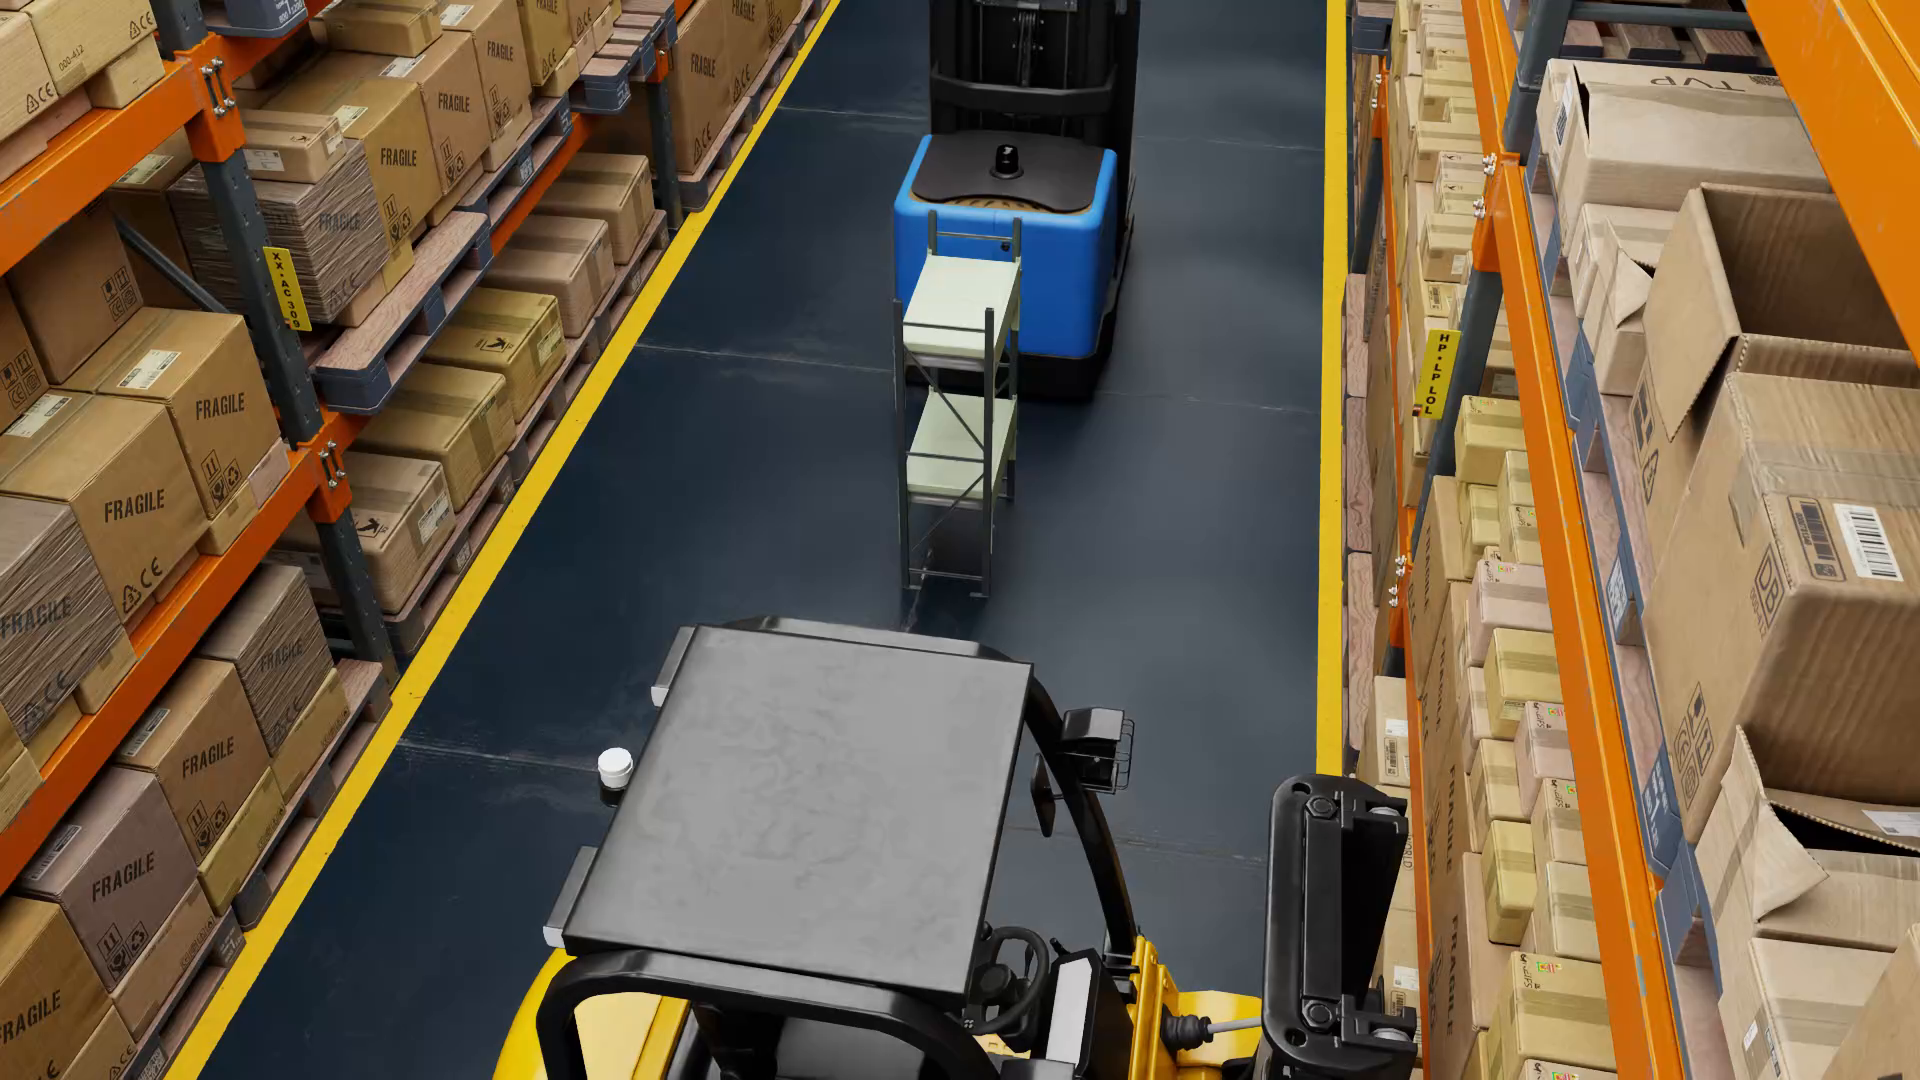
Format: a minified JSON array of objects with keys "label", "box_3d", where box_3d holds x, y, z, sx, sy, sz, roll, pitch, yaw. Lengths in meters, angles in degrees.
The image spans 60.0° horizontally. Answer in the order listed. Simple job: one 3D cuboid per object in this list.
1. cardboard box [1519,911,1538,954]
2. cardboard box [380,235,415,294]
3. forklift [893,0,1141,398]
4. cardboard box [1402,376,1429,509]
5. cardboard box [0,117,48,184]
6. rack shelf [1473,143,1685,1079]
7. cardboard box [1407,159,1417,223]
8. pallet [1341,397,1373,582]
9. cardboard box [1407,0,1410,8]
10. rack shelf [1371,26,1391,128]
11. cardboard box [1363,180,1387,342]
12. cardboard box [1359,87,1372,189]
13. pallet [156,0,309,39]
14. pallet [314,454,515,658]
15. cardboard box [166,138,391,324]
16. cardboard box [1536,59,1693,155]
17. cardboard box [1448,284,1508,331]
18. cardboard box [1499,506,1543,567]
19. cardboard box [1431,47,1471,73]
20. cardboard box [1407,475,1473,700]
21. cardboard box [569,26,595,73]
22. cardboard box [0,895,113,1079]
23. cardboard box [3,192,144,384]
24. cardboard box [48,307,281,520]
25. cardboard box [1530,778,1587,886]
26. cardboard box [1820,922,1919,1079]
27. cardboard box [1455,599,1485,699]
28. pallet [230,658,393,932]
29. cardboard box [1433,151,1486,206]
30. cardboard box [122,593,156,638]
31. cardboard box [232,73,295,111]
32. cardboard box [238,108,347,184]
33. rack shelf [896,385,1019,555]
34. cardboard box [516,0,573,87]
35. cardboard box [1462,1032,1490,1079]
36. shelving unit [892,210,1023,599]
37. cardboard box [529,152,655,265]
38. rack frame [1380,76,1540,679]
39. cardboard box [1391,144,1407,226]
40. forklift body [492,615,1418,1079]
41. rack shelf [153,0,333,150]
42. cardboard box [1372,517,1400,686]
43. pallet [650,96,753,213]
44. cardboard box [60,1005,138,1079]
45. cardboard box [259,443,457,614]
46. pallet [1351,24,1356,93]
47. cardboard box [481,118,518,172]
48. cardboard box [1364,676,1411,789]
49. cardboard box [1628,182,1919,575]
[{"label":"cardboard box","box_3d":[1.441,0.974,3.630,0.380,0.149,0.250,6,40,7]},{"label":"cardboard box","box_3d":[-2.411,-1.122,6.621,0.380,0.149,0.250,7,40,9]},{"label":"forklift","box_3d":[0.428,-2.800,8.836,1.130,2.935,3.031,7,40,8]},{"label":"cardboard box","box_3d":[1.849,-0.332,5.915,0.500,0.250,0.500,7,40,9]},{"label":"cardboard box","box_3d":[-2.775,-1.105,4.576,0.380,0.149,0.250,7,40,8]},{"label":"rack shelf","box_3d":[1.673,0.332,3.205,1.077,0.370,4.000,6,40,8]},{"label":"cardboard box","box_3d":[2.134,-1.474,6.904,0.500,0.250,0.500,7,40,8]},{"label":"pallet","box_3d":[2.317,-0.204,7.831,1.003,0.211,1.213,6,40,8]},{"label":"cardboard box","box_3d":[2.366,-2.676,8.045,0.380,0.149,0.250,8,40,9]},{"label":"rack shelf","box_3d":[3.058,-3.533,10.233,1.077,0.370,4.000,6,40,8]},{"label":"cardboard box","box_3d":[2.590,-1.412,8.637,0.875,0.625,0.625,8,40,9]},{"label":"cardboard box","box_3d":[2.670,-2.355,9.877,0.500,0.500,0.500,6,40,7]},{"label":"pallet","box_3d":[-2.658,-2.049,5.667,1.213,0.211,1.003,6,40,8]},{"label":"pallet","box_3d":[-2.737,-0.004,7.589,1.003,0.211,1.213,6,40,8]},{"label":"cardboard box","box_3d":[-2.507,-1.167,6.166,0.500,0.500,0.500,7,40,9]},{"label":"cardboard box","box_3d":[1.643,-1.056,4.108,0.380,0.149,0.250,7,40,9]},{"label":"cardboard box","box_3d":[1.887,-0.736,5.698,0.380,0.149,0.250,6,40,7]},{"label":"cardboard box","box_3d":[1.680,0.055,4.509,0.380,0.149,0.250,6,40,7]},{"label":"cardboard box","box_3d":[2.255,-2.018,7.249,0.380,0.149,0.250,7,40,8]},{"label":"cardboard box","box_3d":[1.685,0.167,5.116,0.500,0.500,0.500,5,40,6]},{"label":"cardboard box","box_3d":[-2.029,-2.437,8.211,0.380,0.149,0.250,5,40,6]},{"label":"cardboard box","box_3d":[-2.966,1.396,4.947,0.500,0.500,0.500,7,40,9]},{"label":"cardboard box","box_3d":[-3.160,-0.876,5.359,0.700,0.500,0.500,6,40,7]},{"label":"cardboard box","box_3d":[-2.702,-0.436,5.612,0.500,0.500,0.500,5,40,7]},{"label":"cardboard box","box_3d":[1.501,0.695,3.734,0.380,0.149,0.250,7,40,8]},{"label":"cardboard box","box_3d":[1.164,0.766,1.629,0.500,0.500,0.500,8,40,9]},{"label":"cardboard box","box_3d":[1.528,0.314,4.429,0.380,0.149,0.250,7,40,9]},{"label":"pallet","box_3d":[-2.952,0.911,6.483,1.003,0.211,1.213,6,40,8]},{"label":"cardboard box","box_3d":[2.052,-1.377,6.474,0.380,0.149,0.250,7,40,8]},{"label":"cardboard box","box_3d":[-2.841,0.210,5.339,0.380,0.149,0.250,6,40,7]},{"label":"cardboard box","box_3d":[-2.932,-1.531,6.606,0.500,0.500,0.500,7,40,8]},{"label":"cardboard box","box_3d":[-2.440,-1.411,5.952,0.380,0.149,0.250,6,40,7]},{"label":"rack shelf","box_3d":[-0.001,-0.323,7.475,0.431,0.370,0.720,6,40,8]},{"label":"cardboard box","box_3d":[-2.148,-2.456,7.725,0.500,0.500,0.500,4,40,5]},{"label":"cardboard box","box_3d":[1.341,1.443,3.572,0.500,0.500,0.500,6,40,7]},{"label":"shelving unit","box_3d":[-0.001,-0.574,7.267,0.431,1.500,0.755,6,40,8]},{"label":"cardboard box","box_3d":[-2.286,-1.895,9.421,0.950,0.372,0.625,4,40,5]},{"label":"rack frame","box_3d":[2.019,-0.044,5.450,1.000,3.000,0.127,6,40,8]},{"label":"cardboard box","box_3d":[2.220,-1.606,7.457,0.500,0.250,0.500,5,40,6]},{"label":"forklift body","box_3d":[-0.142,1.402,4.367,2.313,2.155,1.214,6,40,8]},{"label":"rack shelf","box_3d":[-2.524,-2.723,6.900,1.077,0.370,4.000,6,40,8]},{"label":"cardboard box","box_3d":[2.099,0.380,6.470,0.875,0.625,0.625,8,40,10]},{"label":"pallet","box_3d":[-1.967,-2.512,10.622,1.003,0.211,1.213,6,40,8]},{"label":"cardboard box","box_3d":[-2.973,1.680,5.193,0.500,0.250,0.500,9,40,11]},{"label":"cardboard box","box_3d":[-2.782,-0.068,7.211,0.950,0.372,0.625,7,40,8]},{"label":"pallet","box_3d":[3.300,-3.476,11.788,1.003,0.211,1.213,6,40,8]},{"label":"cardboard box","box_3d":[-2.210,-1.781,7.418,0.380,0.149,0.250,8,40,9]},{"label":"cardboard box","box_3d":[1.627,0.737,5.548,0.500,0.250,0.500,6,40,7]},{"label":"cardboard box","box_3d":[1.578,-0.230,2.831,0.797,0.503,0.637,8,40,9]}]
